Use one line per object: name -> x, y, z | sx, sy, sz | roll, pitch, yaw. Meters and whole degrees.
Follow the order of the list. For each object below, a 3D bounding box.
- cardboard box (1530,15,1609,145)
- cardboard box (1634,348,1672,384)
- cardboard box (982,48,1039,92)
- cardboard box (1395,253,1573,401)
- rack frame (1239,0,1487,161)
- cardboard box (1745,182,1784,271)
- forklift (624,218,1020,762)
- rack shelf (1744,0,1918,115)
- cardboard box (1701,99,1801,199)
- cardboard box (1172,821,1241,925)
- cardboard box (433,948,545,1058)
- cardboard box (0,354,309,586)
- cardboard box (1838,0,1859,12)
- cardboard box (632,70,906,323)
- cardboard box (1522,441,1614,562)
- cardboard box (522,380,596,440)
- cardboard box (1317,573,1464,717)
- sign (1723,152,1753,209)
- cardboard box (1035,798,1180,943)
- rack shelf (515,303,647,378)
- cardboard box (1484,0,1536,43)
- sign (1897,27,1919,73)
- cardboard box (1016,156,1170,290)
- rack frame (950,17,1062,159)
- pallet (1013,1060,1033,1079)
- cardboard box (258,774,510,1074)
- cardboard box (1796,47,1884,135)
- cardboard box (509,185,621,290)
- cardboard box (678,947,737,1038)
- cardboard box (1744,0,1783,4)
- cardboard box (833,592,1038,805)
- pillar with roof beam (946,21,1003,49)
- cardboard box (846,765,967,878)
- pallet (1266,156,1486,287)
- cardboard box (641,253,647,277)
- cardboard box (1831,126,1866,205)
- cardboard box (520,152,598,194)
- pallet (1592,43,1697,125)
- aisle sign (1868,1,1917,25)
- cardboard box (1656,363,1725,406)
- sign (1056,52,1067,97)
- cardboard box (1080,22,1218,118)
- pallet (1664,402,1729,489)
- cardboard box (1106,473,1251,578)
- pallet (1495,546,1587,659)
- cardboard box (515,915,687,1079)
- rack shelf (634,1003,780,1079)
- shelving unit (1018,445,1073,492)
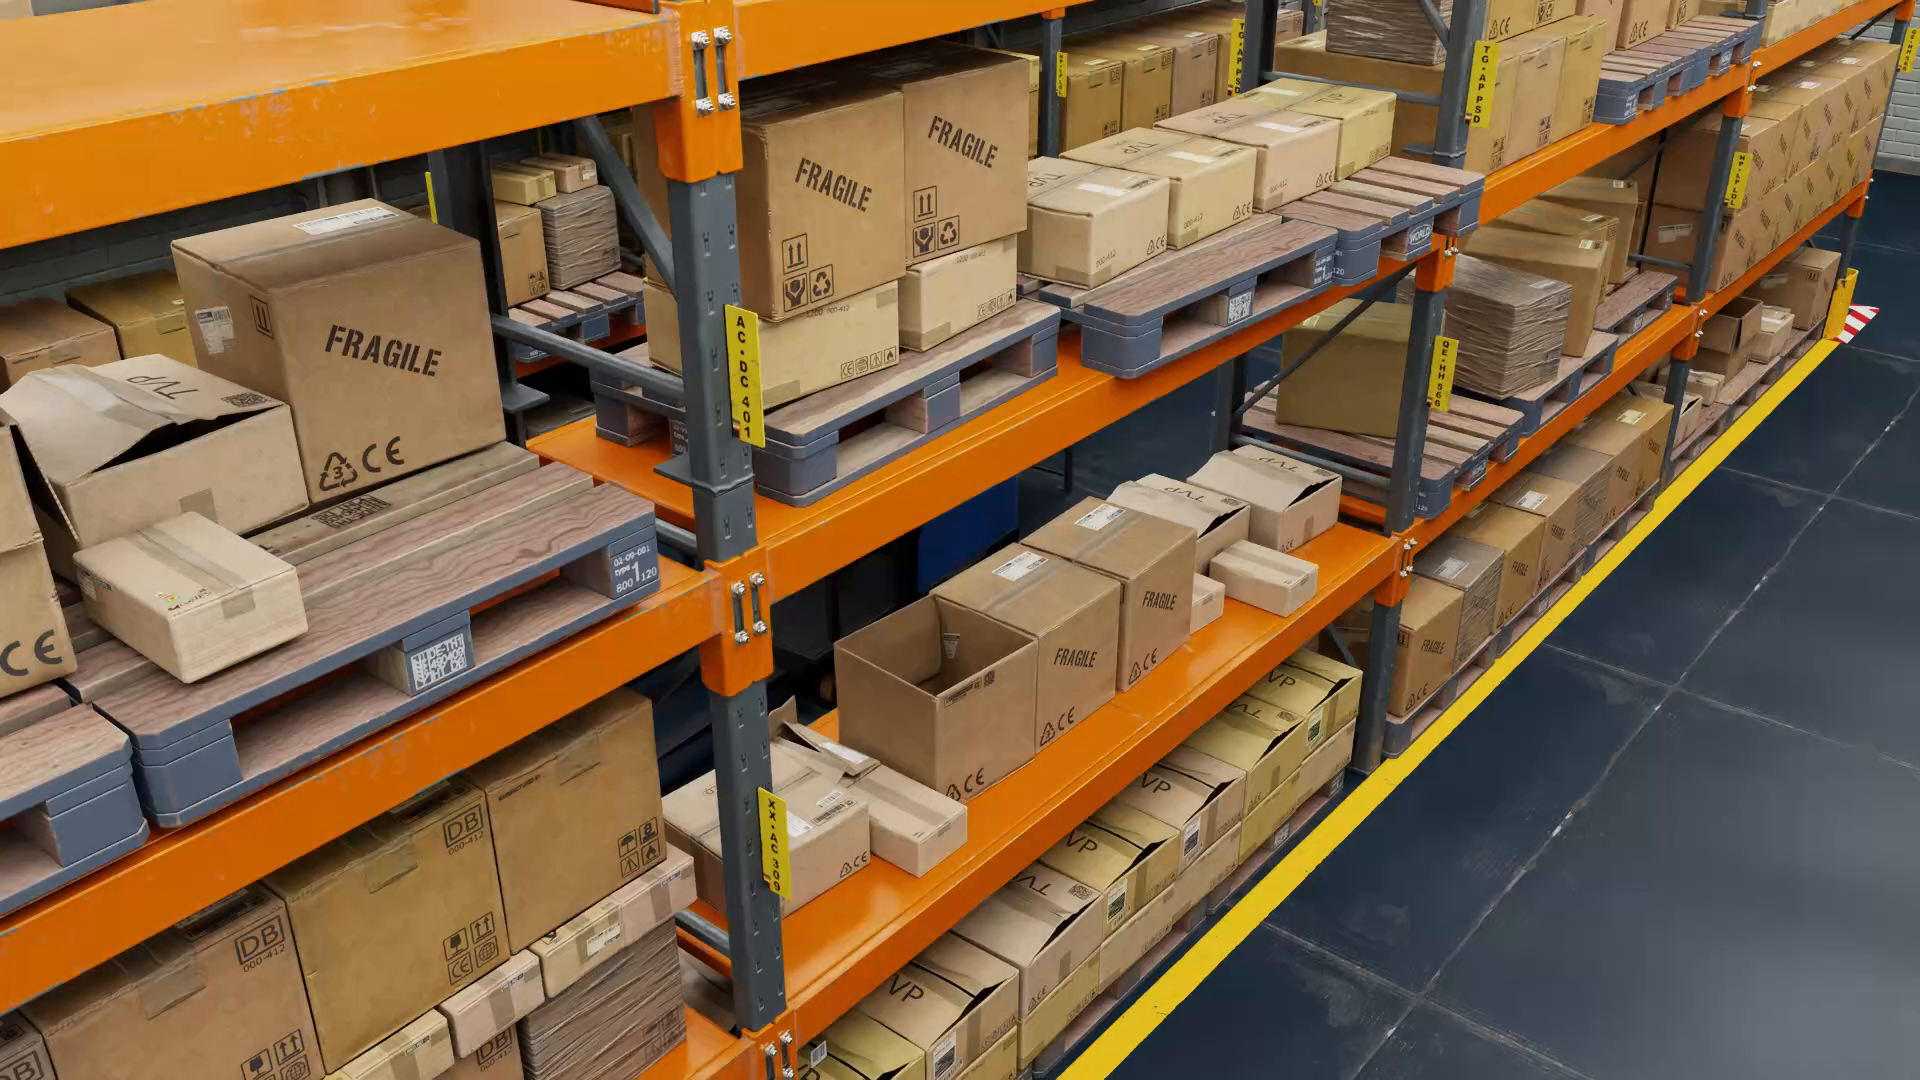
cardboard box -> 2.532, -2.261, 7.982 | 0.910, 0.500, 0.500 | 21, 34, 34
cardboard box -> 4.790, -1.324, 11.993 | 0.500, 0.311, 0.500 | 21, 34, 34
cardboard box -> 0.245, -3.497, 12.475 | 0.500, 0.250, 0.500 | 22, 34, 36
cardboard box -> 2.668, -1.110, 8.565 | 0.500, 0.500, 0.700 | -21, 34, -34
rack frame -> 1.626, -3.019, 6.292 | 1.000, 3.000, 0.127 | 21, 34, 34
cardboard box -> 5.028, -2.100, 10.937 | 0.500, 0.500, 0.500 | 21, 34, 35
forklift -> -0.899, -0.704, 8.421 | 1.130, 2.935, 3.031 | 18, 32, 30
rack shelf -> 5.442, -3.494, 11.258 | 1.077, 0.370, 4.000 | 21, 34, 34
cardboard box -> 5.014, -2.529, 10.677 | 0.500, 0.500, 0.500 | 20, 33, 33
cardboard box -> 0.832, 1.300, 7.009 | 0.500, 0.250, 0.500 | 22, 34, 36
cardboard box -> -1.250, 1.071, 4.100 | 0.380, 0.149, 0.250 | 20, 33, 33
cardboard box -> -1.786, -0.184, 3.565 | 0.500, 0.311, 0.500 | 19, 33, 32
cardboard box -> 5.626, -3.669, 10.977 | 0.500, 0.250, 0.500 | 21, 34, 34
cardboard box -> -0.496, -0.928, 4.405 | 0.500, 0.500, 0.500 | 21, 34, 35
cardboard box -> 3.437, -0.248, 9.707 | 0.500, 0.500, 0.500 | 21, 34, 35
cardboard box -> -2.617, -0.615, 10.416 | 0.700, 0.500, 0.500 | 21, 34, 35
cardboard box -> 2.136, 0.483, 8.294 | 0.500, 0.500, 0.500 | 22, 35, 36
sign -> 4.600, -2.126, 9.834 | 0.100, 0.325, 0.005 | 21, 34, 34
cardboard box -> 0.513, 1.231, 6.532 | 0.500, 0.311, 0.500 | 22, 34, 36
rack shelf -> -3.471, -0.772, 9.261 | 1.077, 0.370, 4.000 | 21, 34, 34
cardboard box -> 2.232, -2.509, 7.373 | 0.500, 0.500, 0.500 | 21, 34, 34
sign -> 7.130, -3.676, 12.487 | 0.100, 0.325, 0.005 | 21, 34, 34
cardboard box -> 0.345, -1.048, 5.453 | 0.500, 0.250, 0.500 | 18, 32, 30
rack frame -> 0.345, -3.219, 13.207 | 1.000, 3.000, 0.127 | 21, 34, 34
pallet -> -0.480, 2.030, 6.096 | 1.003, 0.211, 1.213 | 21, 34, 34
cardboard box -> -1.516, 0.782, 3.953 | 0.700, 0.500, 0.500 | 21, 34, 34
cardboard box -> 6.323, -3.262, 12.093 | 0.500, 0.500, 0.500 | 22, 34, 36
cardboard box -> -2.490, -1.871, 10.014 | 0.700, 0.500, 0.500 | 16, 32, 29
cardboard box -> -0.882, 1.622, 5.775 | 0.500, 0.311, 0.500 | 21, 34, 34
cardboard box -> 4.671, -3.360, 9.835 | 0.500, 0.250, 0.500 | 21, 34, 34
cardboard box -> -0.083, 0.565, 5.784 | 0.500, 0.500, 0.500 | 24, 36, 38
pillar with roof beam -> 3.445, -5.126, 10.365 | 9.100, 9.000, 0.400 | 21, 34, 34
cardboard box -> -0.197, 0.921, 5.478 | 0.380, 0.149, 0.250 | 21, 34, 34
pallet -> 1.263, -1.336, 6.509 | 1.213, 0.211, 1.003 | 23, 35, 37
cardboard box -> -1.811, -1.747, 10.614 | 0.380, 0.149, 0.250 | 20, 34, 34
cardboard box -> 6.312, -2.812, 12.312 | 0.500, 0.500, 0.500 | 21, 34, 35
cardboard box -> -2.396, -2.197, 9.940 | 0.380, 0.149, 0.250 | 16, 31, 28
pallet -> 3.044, -2.442, 8.646 | 1.213, 0.211, 1.003 | 21, 34, 34
aisle sign -> 6.994, -4.280, 12.429 | 0.394, 0.787, 0.004 | 21, 34, 34
cardboard box -> 5.146, -1.105, 11.725 | 0.380, 0.166, 0.250 | 21, 34, 34
sign -> 0.770, -3.543, 12.660 | 0.100, 0.325, 0.005 | 21, 34, 34
cardboard box -> 1.626, -4.058, 14.503 | 0.980, 0.700, 0.700 | 19, 33, 32
pallet -> 4.607, -0.777, 11.522 | 1.003, 0.211, 1.213 | 21, 34, 34
cardboard box -> 0.907, -0.054, 7.187 | 0.500, 0.311, 0.500 | 20, 34, 34
pallet -> 2.906, 0.200, 9.633 | 1.003, 0.211, 1.213 | 21, 34, 34
cardboard box -> -1.196, 1.179, 4.598 | 0.700, 0.500, 0.500 | 20, 33, 33
rack shelf -> -2.191, 2.093, 3.723 | 1.077, 0.370, 4.000 | 21, 34, 34
shelving unit -> 0.229, -0.857, 10.275 | 0.538, 1.500, 1.048 | 18, 32, 30
